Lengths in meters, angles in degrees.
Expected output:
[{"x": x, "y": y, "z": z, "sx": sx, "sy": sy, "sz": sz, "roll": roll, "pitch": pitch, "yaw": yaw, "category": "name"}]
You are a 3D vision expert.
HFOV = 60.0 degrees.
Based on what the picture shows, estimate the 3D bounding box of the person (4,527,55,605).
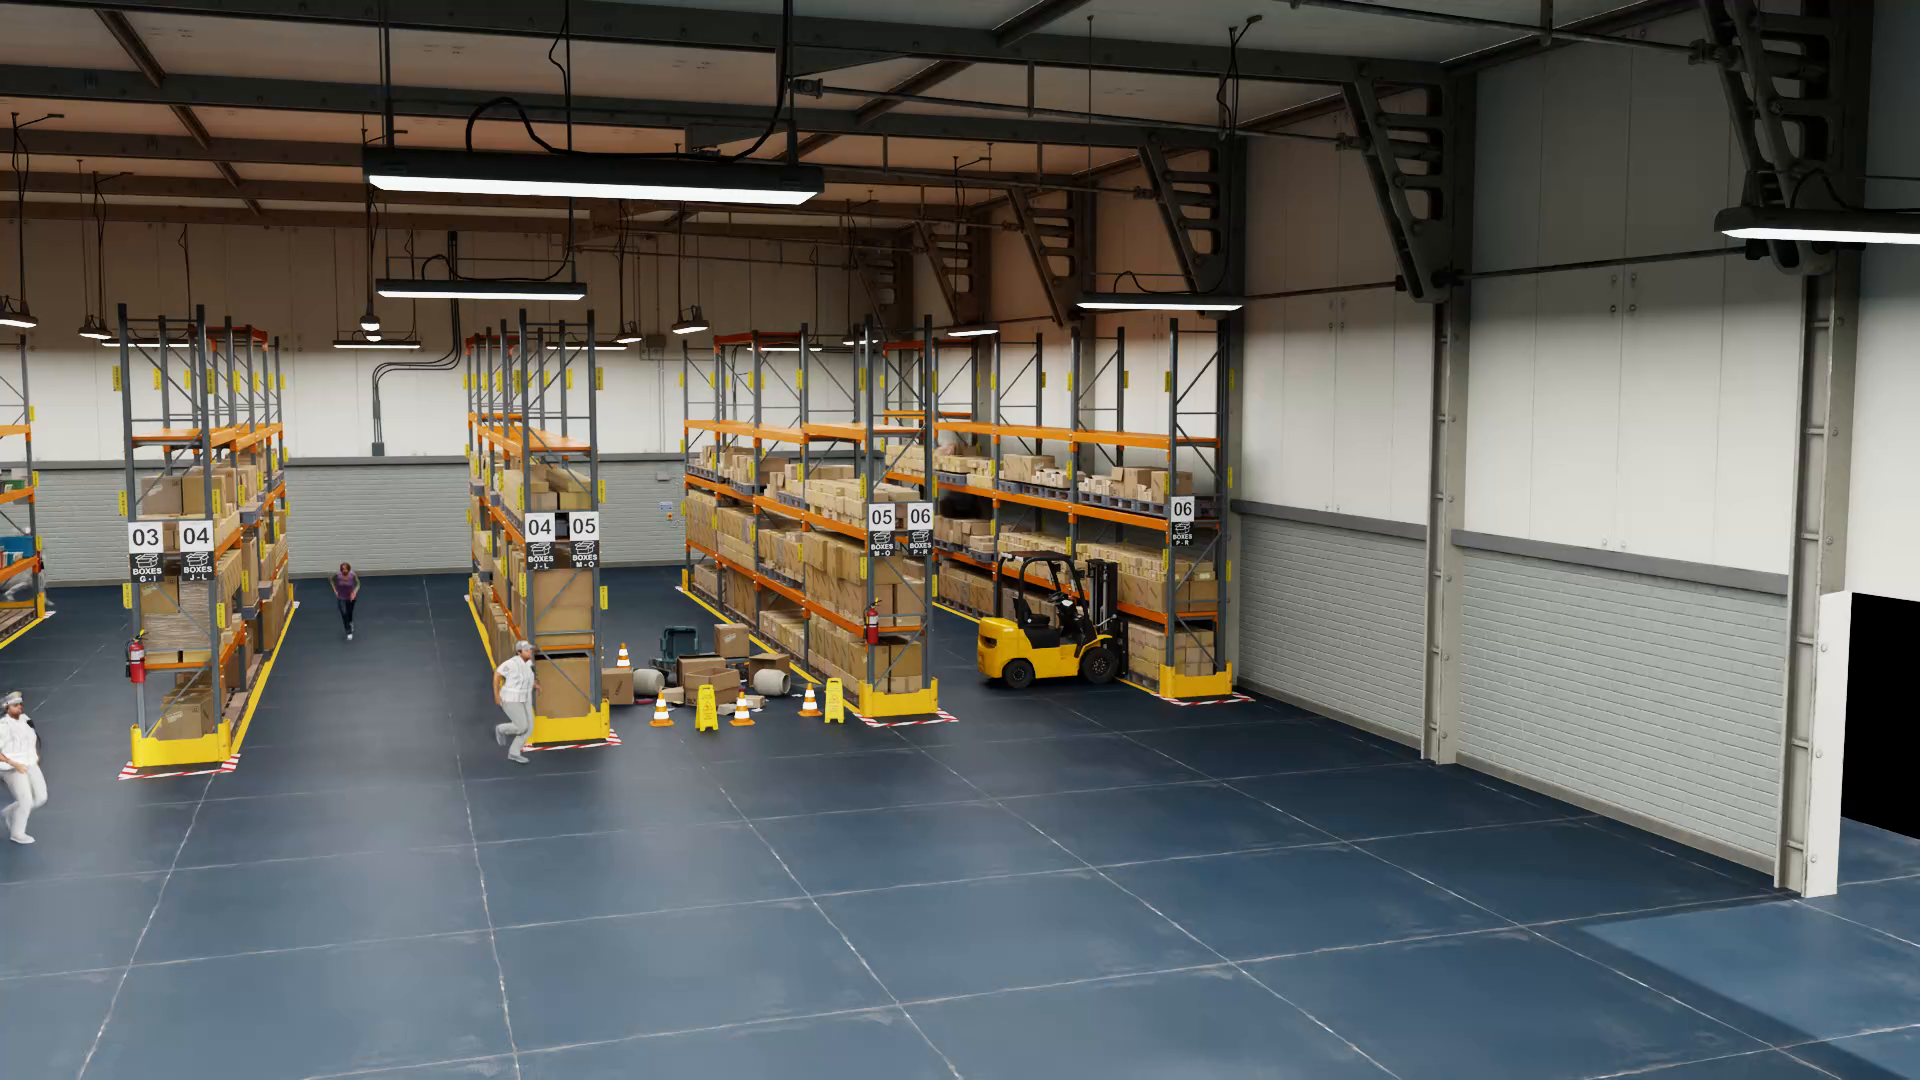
[{"x": -20.785, "y": 0.596, "z": 37.127, "sx": 0.980, "sy": 1.784, "sz": 0.693, "roll": -1, "pitch": 6, "yaw": -11, "category": "person"}]

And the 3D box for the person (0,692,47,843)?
[{"x": -10.269, "y": 2.469, "z": 18.112, "sx": 0.515, "sy": 1.669, "sz": 0.553, "roll": 1, "pitch": 6, "yaw": 13, "category": "person"}]

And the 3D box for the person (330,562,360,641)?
[{"x": -12.025, "y": 1.174, "z": 32.580, "sx": 0.557, "sy": 1.548, "sz": 0.895, "roll": -1, "pitch": 6, "yaw": -15, "category": "person"}]

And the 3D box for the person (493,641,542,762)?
[{"x": -5.838, "y": 2.136, "z": 21.989, "sx": 0.638, "sy": 1.622, "sz": 0.645, "roll": 2, "pitch": 6, "yaw": 23, "category": "person"}]
